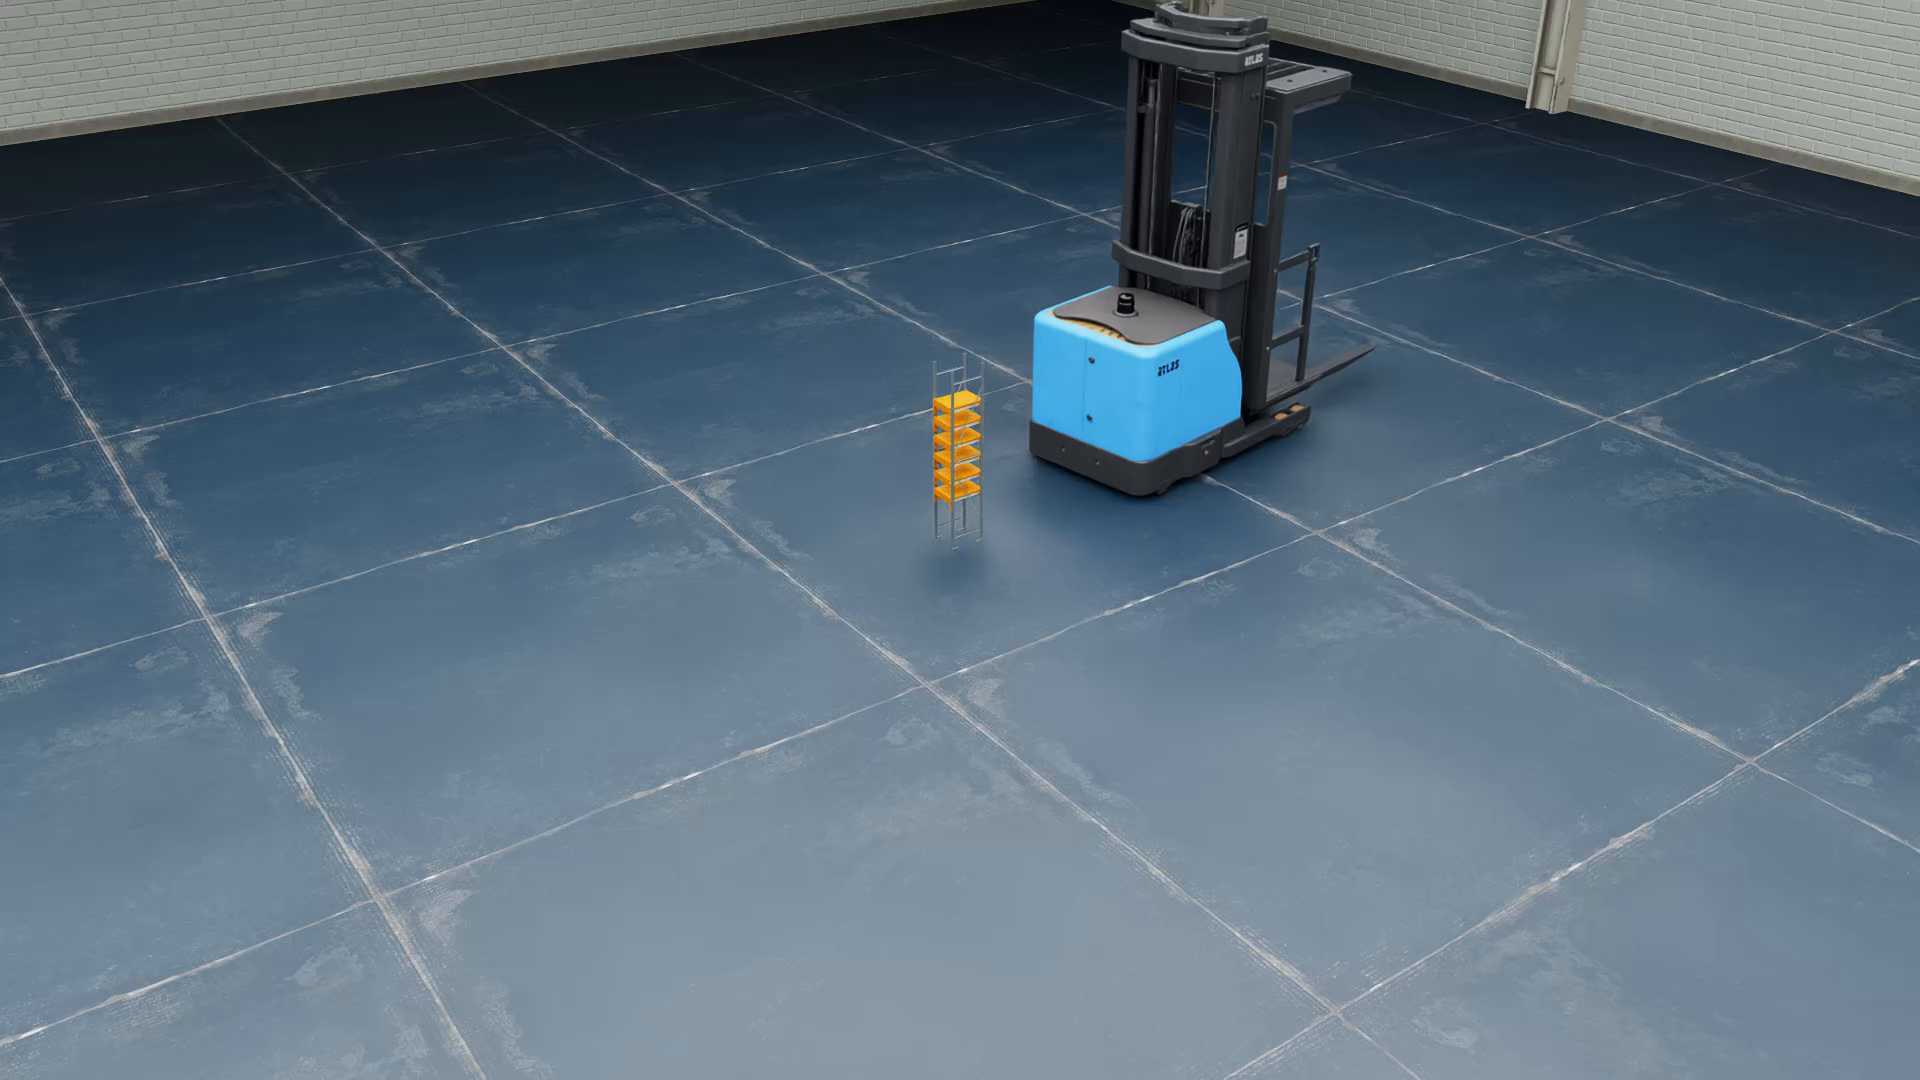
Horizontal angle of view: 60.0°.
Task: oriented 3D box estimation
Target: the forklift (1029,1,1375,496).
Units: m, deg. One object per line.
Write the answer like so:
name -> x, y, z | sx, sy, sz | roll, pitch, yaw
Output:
forklift -> 1.875, -2.180, 11.419 | 3.031, 2.935, 1.130 | -25, 37, -38

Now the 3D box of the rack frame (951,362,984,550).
rack frame -> 0.045, -0.497, 10.135 | 0.240, 1.200, 0.006 | -19, 34, -31

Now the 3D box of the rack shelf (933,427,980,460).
rack shelf -> -0.008, -0.599, 10.165 | 0.258, 0.103, 0.180 | -19, 34, -31

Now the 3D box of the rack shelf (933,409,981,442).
rack shelf -> -0.008, -0.705, 10.107 | 0.258, 0.103, 0.180 | -19, 34, -31

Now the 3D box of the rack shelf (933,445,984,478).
rack shelf -> -0.008, -0.494, 10.222 | 0.258, 0.103, 0.180 | -19, 34, -31

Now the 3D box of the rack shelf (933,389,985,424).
rack shelf -> -0.008, -0.810, 10.050 | 0.258, 0.103, 0.180 | -19, 34, -31

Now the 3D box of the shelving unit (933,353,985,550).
shelving unit -> -0.008, -0.533, 10.201 | 0.258, 1.200, 0.189 | -19, 34, -31

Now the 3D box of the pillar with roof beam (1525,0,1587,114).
pillar with roof beam -> 3.564, -7.957, 15.700 | 9.100, 9.000, 0.400 | -19, 34, -31

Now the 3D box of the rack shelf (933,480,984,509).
rack shelf -> -0.008, -0.283, 10.336 | 0.258, 0.103, 0.180 | -19, 34, -31

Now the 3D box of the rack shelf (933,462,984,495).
rack shelf -> -0.008, -0.388, 10.279 | 0.258, 0.103, 0.180 | -19, 34, -31

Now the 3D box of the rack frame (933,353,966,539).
rack frame -> -0.061, -0.568, 10.266 | 0.240, 1.200, 0.006 | -19, 34, -31

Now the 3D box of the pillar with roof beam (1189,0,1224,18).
pillar with roof beam -> 0.083, -10.290, 19.995 | 9.100, 9.000, 0.400 | -19, 34, -31
